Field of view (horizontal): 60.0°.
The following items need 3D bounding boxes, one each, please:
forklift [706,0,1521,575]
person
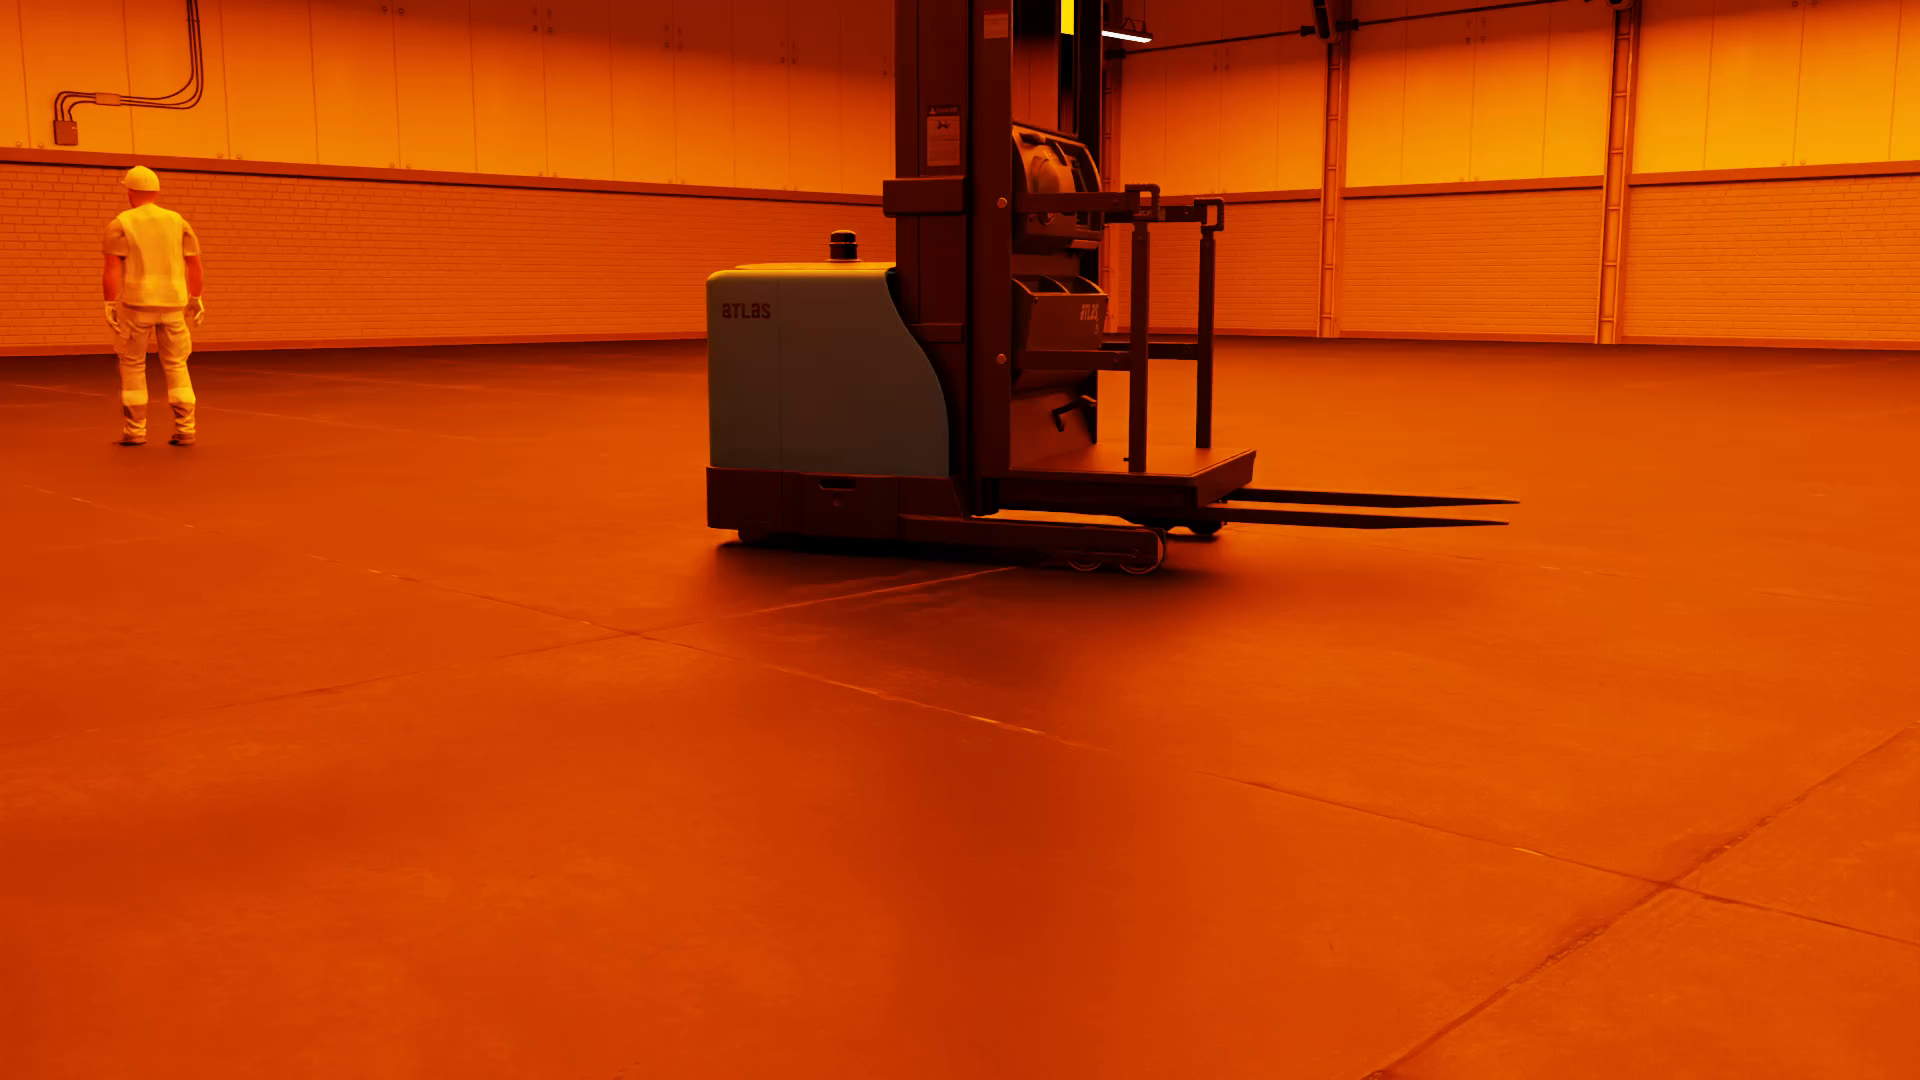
[{"bbox_3d":[0.565,-1.416,6.275,3.031,2.935,1.130,3,9,22],"label":"forklift"},{"bbox_3d":[-5.253,-1.503,10.808,0.631,1.811,0.500,-7,11,-40],"label":"person"}]
